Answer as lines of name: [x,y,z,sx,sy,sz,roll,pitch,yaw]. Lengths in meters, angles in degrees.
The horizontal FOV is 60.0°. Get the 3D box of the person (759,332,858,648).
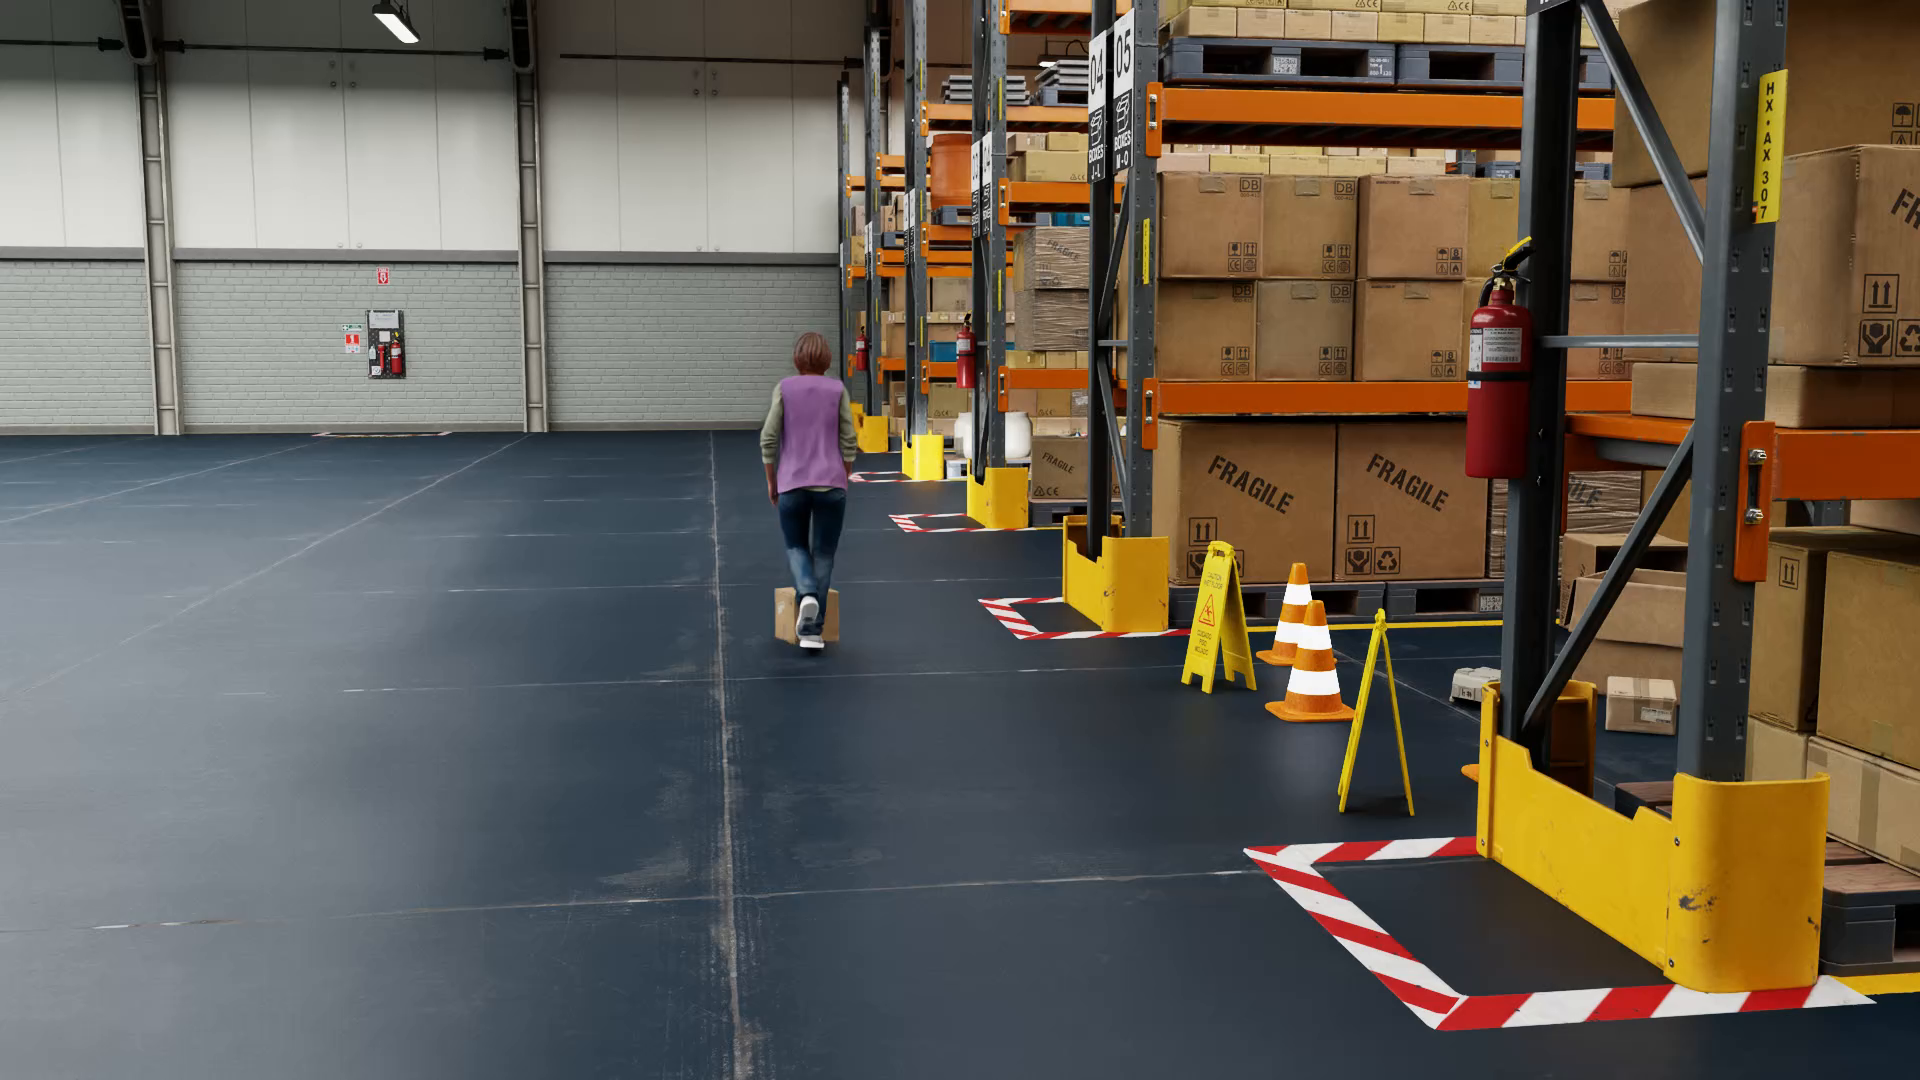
person: [-0.742,-0.241,8.193,0.484,1.557,0.481,0,7,-3]
